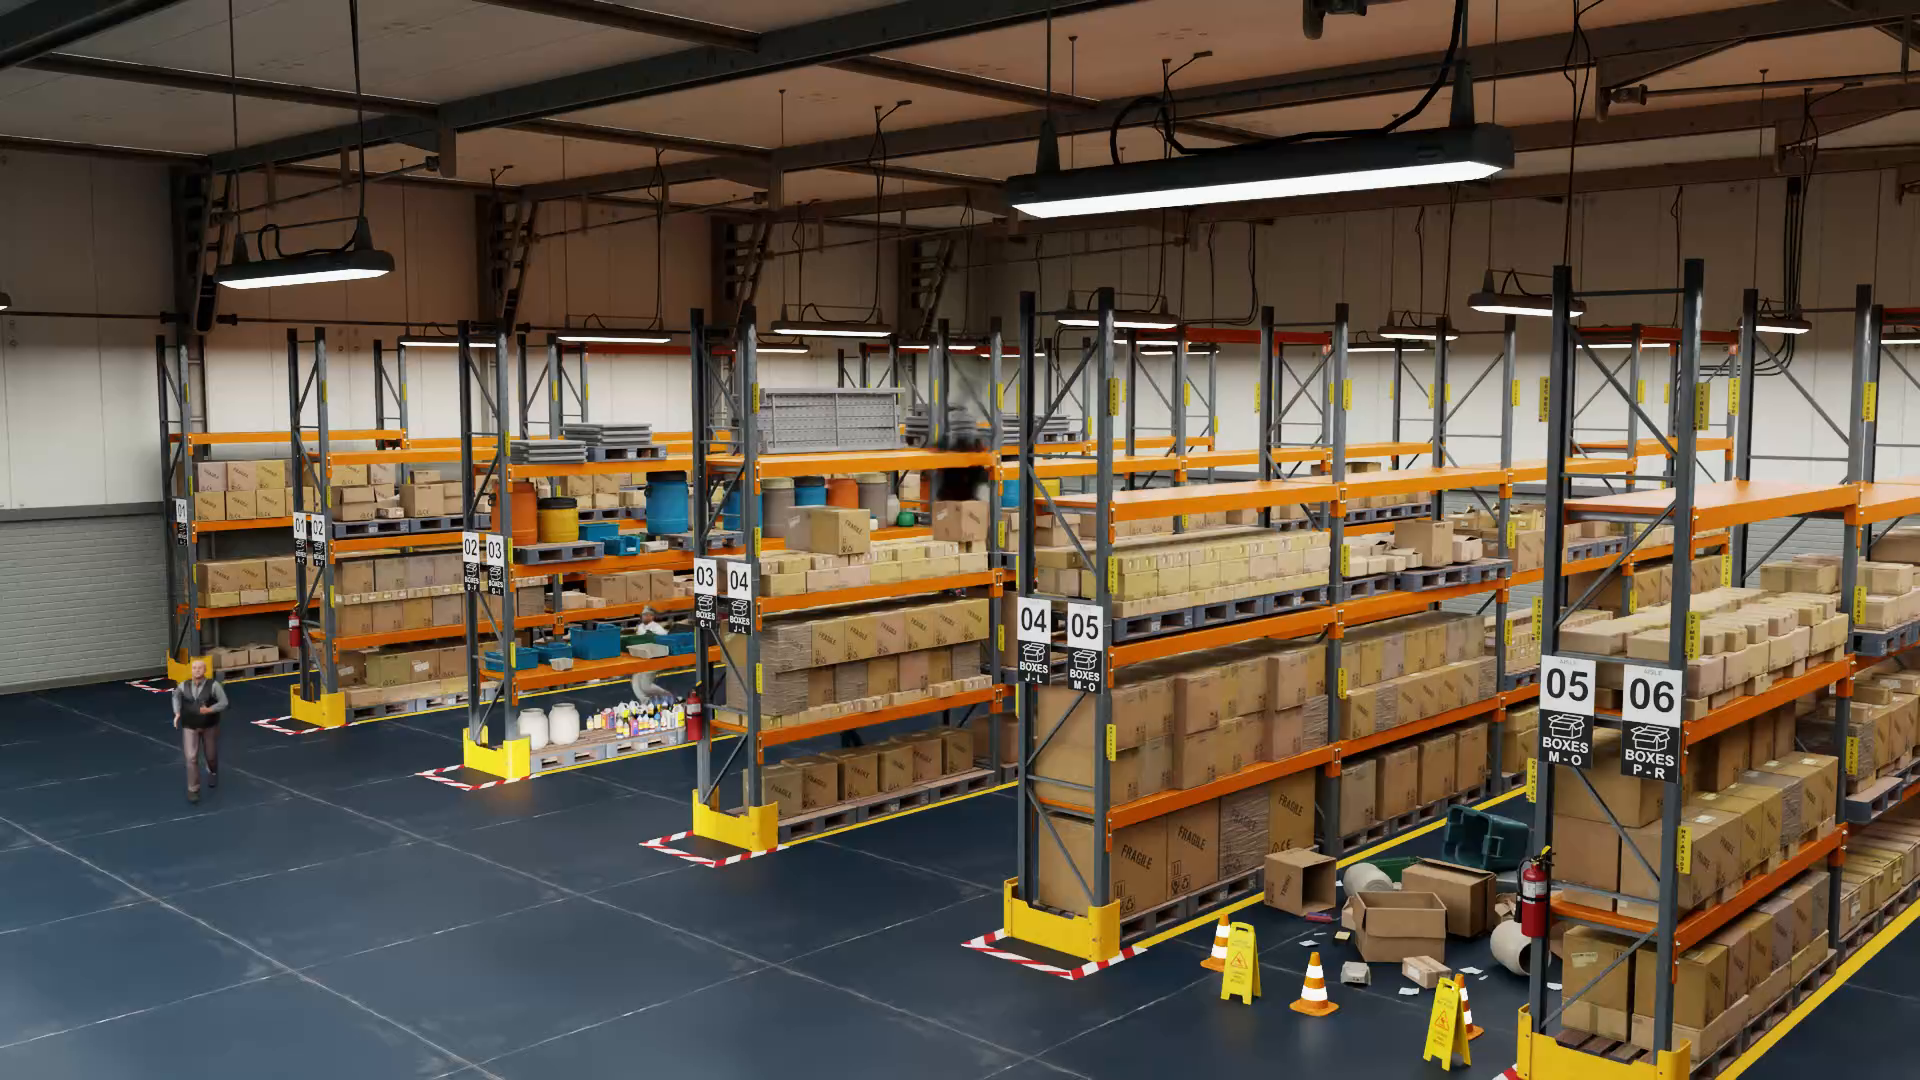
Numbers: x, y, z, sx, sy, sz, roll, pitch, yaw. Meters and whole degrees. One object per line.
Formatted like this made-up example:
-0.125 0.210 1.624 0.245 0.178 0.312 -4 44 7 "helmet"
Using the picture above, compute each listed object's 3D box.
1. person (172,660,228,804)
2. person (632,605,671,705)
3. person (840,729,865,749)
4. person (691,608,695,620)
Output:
-9.455 2.340 20.695 0.670 1.703 0.966 -2 6 -17 "person"
-4.865 1.868 25.890 0.660 1.732 0.604 5 7 43 "person"
-1.475 2.265 22.225 0.520 1.635 0.706 5 7 41 "person"
-5.032 1.331 32.843 0.613 1.525 0.547 4 7 36 "person"
